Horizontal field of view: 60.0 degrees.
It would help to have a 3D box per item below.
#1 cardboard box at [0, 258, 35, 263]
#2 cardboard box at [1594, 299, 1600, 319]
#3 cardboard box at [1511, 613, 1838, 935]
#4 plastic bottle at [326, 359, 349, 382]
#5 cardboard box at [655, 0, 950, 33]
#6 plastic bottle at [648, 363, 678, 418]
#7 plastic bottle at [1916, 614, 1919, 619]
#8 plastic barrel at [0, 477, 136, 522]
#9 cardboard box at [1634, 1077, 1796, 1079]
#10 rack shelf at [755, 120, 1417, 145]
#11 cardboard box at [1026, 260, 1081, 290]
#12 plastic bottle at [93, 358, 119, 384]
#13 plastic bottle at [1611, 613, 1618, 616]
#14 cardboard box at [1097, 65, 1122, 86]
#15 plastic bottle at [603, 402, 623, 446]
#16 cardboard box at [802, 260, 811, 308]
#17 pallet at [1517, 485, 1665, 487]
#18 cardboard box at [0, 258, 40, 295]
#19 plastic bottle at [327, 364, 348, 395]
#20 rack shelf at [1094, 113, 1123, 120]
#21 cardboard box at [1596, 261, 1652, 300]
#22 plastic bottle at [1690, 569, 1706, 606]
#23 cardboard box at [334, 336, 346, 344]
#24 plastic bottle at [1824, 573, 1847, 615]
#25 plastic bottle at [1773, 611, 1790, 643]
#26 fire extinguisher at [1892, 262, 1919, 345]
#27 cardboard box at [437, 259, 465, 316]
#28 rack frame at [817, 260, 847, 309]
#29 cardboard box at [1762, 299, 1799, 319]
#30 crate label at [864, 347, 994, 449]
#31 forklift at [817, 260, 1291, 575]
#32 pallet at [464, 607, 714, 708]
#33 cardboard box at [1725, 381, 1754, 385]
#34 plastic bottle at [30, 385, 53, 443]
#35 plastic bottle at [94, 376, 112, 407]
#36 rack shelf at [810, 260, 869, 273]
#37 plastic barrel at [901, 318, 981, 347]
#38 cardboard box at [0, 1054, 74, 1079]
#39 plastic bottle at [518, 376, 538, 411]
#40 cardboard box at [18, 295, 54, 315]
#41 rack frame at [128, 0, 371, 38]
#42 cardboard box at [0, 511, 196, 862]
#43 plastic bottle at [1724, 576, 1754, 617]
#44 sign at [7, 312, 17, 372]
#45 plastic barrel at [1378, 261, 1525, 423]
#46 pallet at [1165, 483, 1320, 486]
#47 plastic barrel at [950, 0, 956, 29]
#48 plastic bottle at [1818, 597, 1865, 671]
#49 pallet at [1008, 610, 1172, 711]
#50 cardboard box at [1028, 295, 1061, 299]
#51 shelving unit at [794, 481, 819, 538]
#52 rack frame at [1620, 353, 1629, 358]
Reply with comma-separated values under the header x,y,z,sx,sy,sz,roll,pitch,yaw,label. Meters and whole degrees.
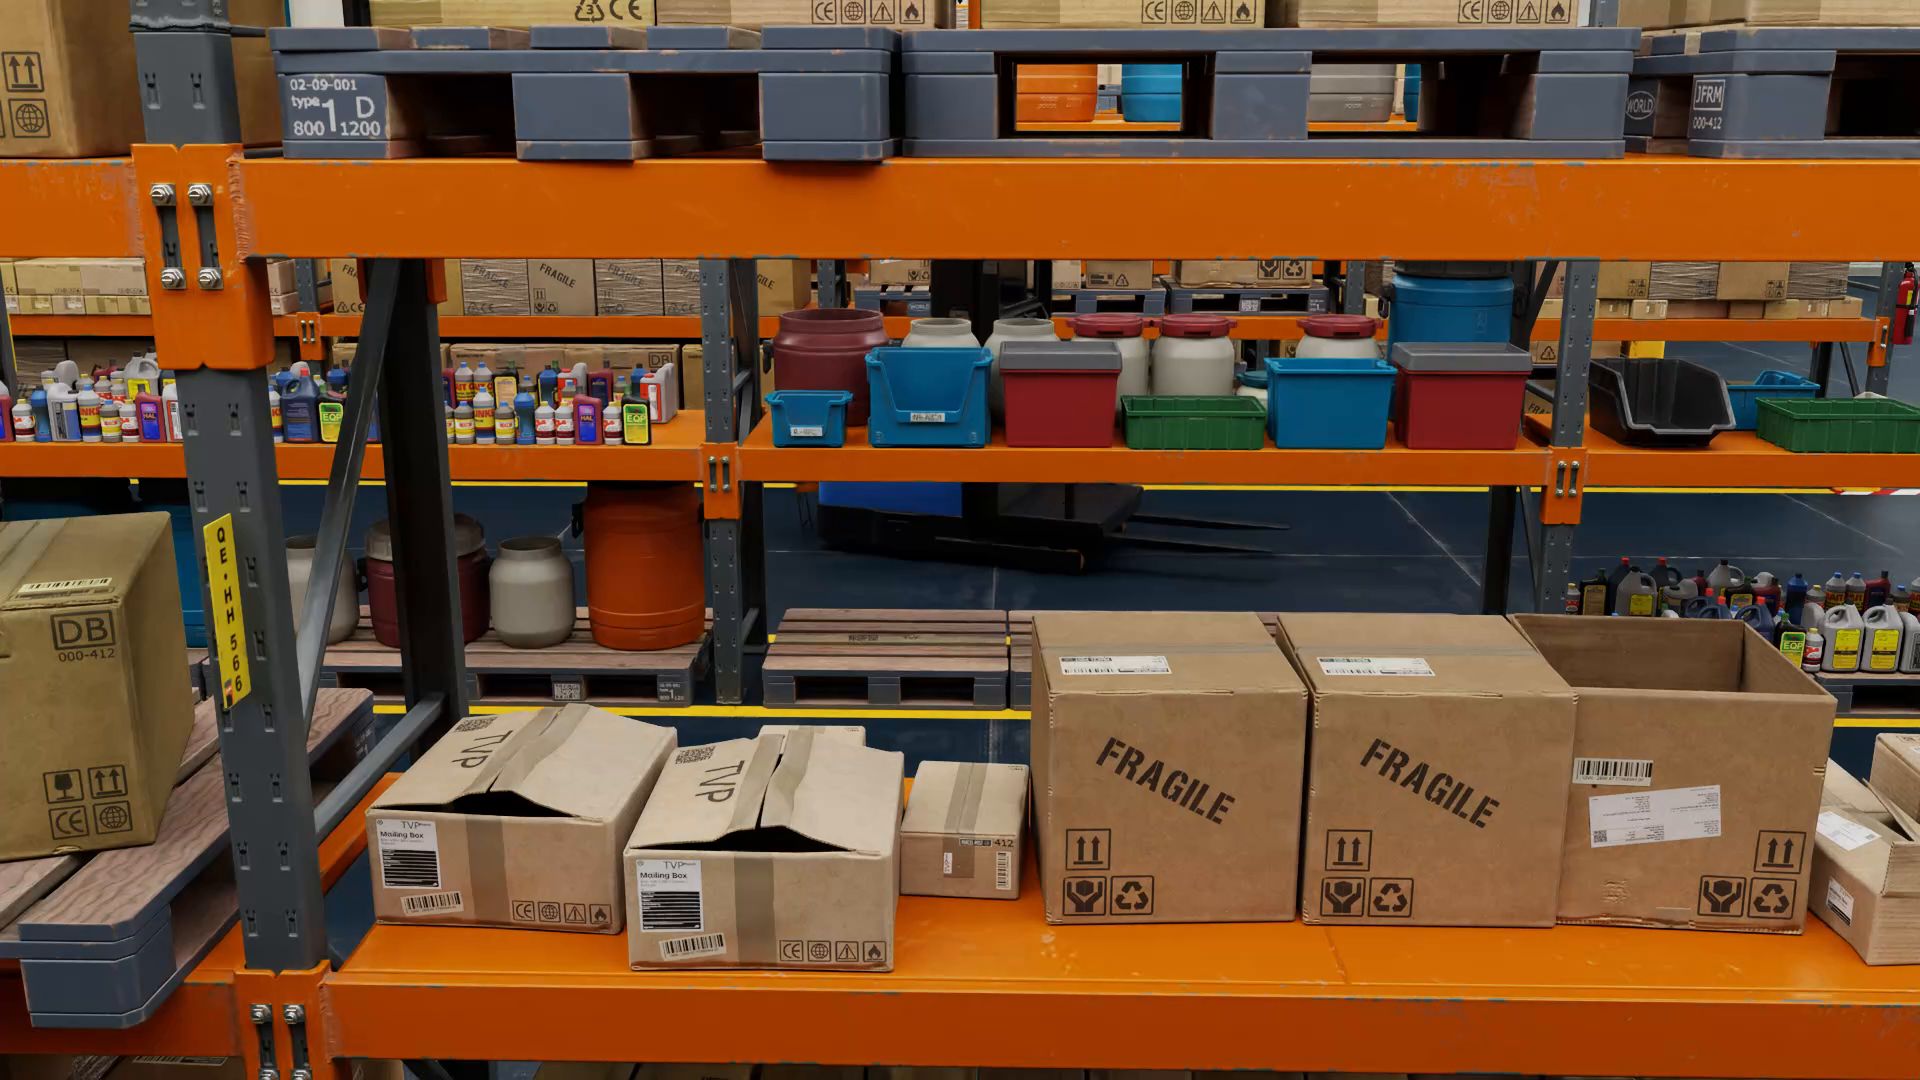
x,y,z,sx,sy,sz,roll,pitch,yaw,label
-7.512,-2.429,12.908,0.500,0.500,0.500,0,15,0,cardboard box
4.701,-1.788,12.730,0.250,0.149,0.380,0,15,1,cardboard box
1.443,0.471,3.478,0.500,0.500,0.500,1,15,5,cardboard box
-3.260,-0.809,8.754,0.133,0.283,0.061,0,15,1,plastic bottle
-0.282,-1.087,3.173,0.500,0.250,0.500,1,15,3,cardboard box
-1.556,-0.782,8.669,0.135,0.276,0.152,0,15,1,plastic bottle
4.769,0.460,8.180,0.133,0.283,0.061,0,15,1,plastic bottle
-4.587,0.036,8.613,0.708,0.901,0.600,0,15,1,plastic barrel
1.830,1.317,3.937,0.500,0.311,0.500,0,15,1,cardboard box
0.868,-1.847,7.990,4.000,0.370,1.077,0,15,1,rack shelf
0.664,-2.081,12.819,0.500,0.250,0.500,0,15,0,cardboard box
-4.496,-0.817,8.785,0.133,0.283,0.061,0,15,1,plastic bottle
3.174,0.489,8.091,0.097,0.271,0.097,0,15,0,plastic bottle
1.117,-3.521,12.562,0.250,0.166,0.380,0,15,0,cardboard box
-1.662,-0.560,7.973,0.097,0.201,0.097,0,15,0,plastic bottle
-1.484,-2.141,13.380,0.500,0.500,0.500,1,15,3,cardboard box
4.889,-0.643,13.365,1.213,0.211,1.003,0,15,1,pallet
-7.508,-2.066,13.001,0.500,0.250,0.500,0,15,0,cardboard box
-3.244,-0.783,8.679,0.097,0.271,0.097,0,15,0,plastic bottle
0.994,-3.110,12.777,4.000,0.370,1.077,0,15,1,rack shelf
4.942,-2.164,12.883,0.500,0.500,0.875,0,15,1,cardboard box
3.874,0.292,8.816,0.133,0.283,0.061,1,15,5,plastic bottle
-6.675,-2.239,18.127,0.250,0.149,0.380,1,15,4,cardboard box
4.619,0.307,8.781,0.097,0.271,0.097,0,15,0,plastic bottle
4.000,0.479,8.130,0.097,0.271,0.097,0,15,0,plastic bottle
7.095,-1.812,12.481,0.183,0.674,0.296,0,15,1,fire extinguisher
-4.048,-2.025,12.939,0.500,0.500,0.500,0,15,2,cardboard box
-1.005,-2.020,13.117,0.127,3.000,1.000,0,15,1,rack frame
6.201,-1.786,12.723,0.250,0.149,0.380,0,15,1,cardboard box
-0.145,-0.699,8.039,0.616,0.435,0.502,0,15,1,crate label
0.617,-1.347,10.699,3.031,2.935,1.130,6,16,20,forklift
-1.921,0.597,8.665,1.213,0.211,1.003,0,15,1,pallet
6.368,-0.971,13.217,0.500,0.500,0.500,3,15,12,cardboard box
-4.428,-0.612,8.033,0.097,0.271,0.097,0,15,0,plastic bottle
-4.480,-0.757,8.718,0.097,0.201,0.097,0,15,0,plastic bottle
-2.777,-2.950,18.050,4.000,0.370,1.077,0,15,1,rack shelf
-0.098,-0.859,8.497,0.421,0.512,0.421,0,15,0,plastic barrel
-2.259,1.194,3.503,0.500,0.250,0.500,1,15,4,cardboard box
-2.267,-0.758,8.722,0.097,0.201,0.097,0,15,0,plastic bottle
-7.118,-1.855,12.983,0.250,0.149,0.380,0,15,0,cardboard box
-1.262,-2.395,2.777,0.127,3.000,1.000,0,15,1,rack frame
-1.894,0.279,3.382,0.500,0.500,0.700,-5,16,-17,cardboard box
4.056,0.330,8.672,0.133,0.283,0.061,0,15,1,plastic bottle
-5.114,-1.057,8.925,0.005,0.325,0.100,0,15,1,sign
2.489,-1.053,8.470,0.708,0.901,0.600,0,15,1,plastic barrel
2.215,-0.651,13.392,1.213,0.211,1.003,0,15,1,pallet
-0.316,-2.389,7.653,0.600,0.901,0.600,0,15,0,plastic barrel
4.277,0.452,8.077,0.185,0.351,0.144,0,15,1,plastic bottle
0.858,0.615,8.596,1.213,0.211,1.003,0,15,1,pallet
0.703,-2.368,18.022,0.750,0.750,1.050,1,15,2,cardboard box
-1.047,-0.632,11.353,0.189,1.200,0.258,-6,14,11,shelving unit
7.220,-3.232,17.712,0.127,3.000,1.000,0,15,1,rack frame
